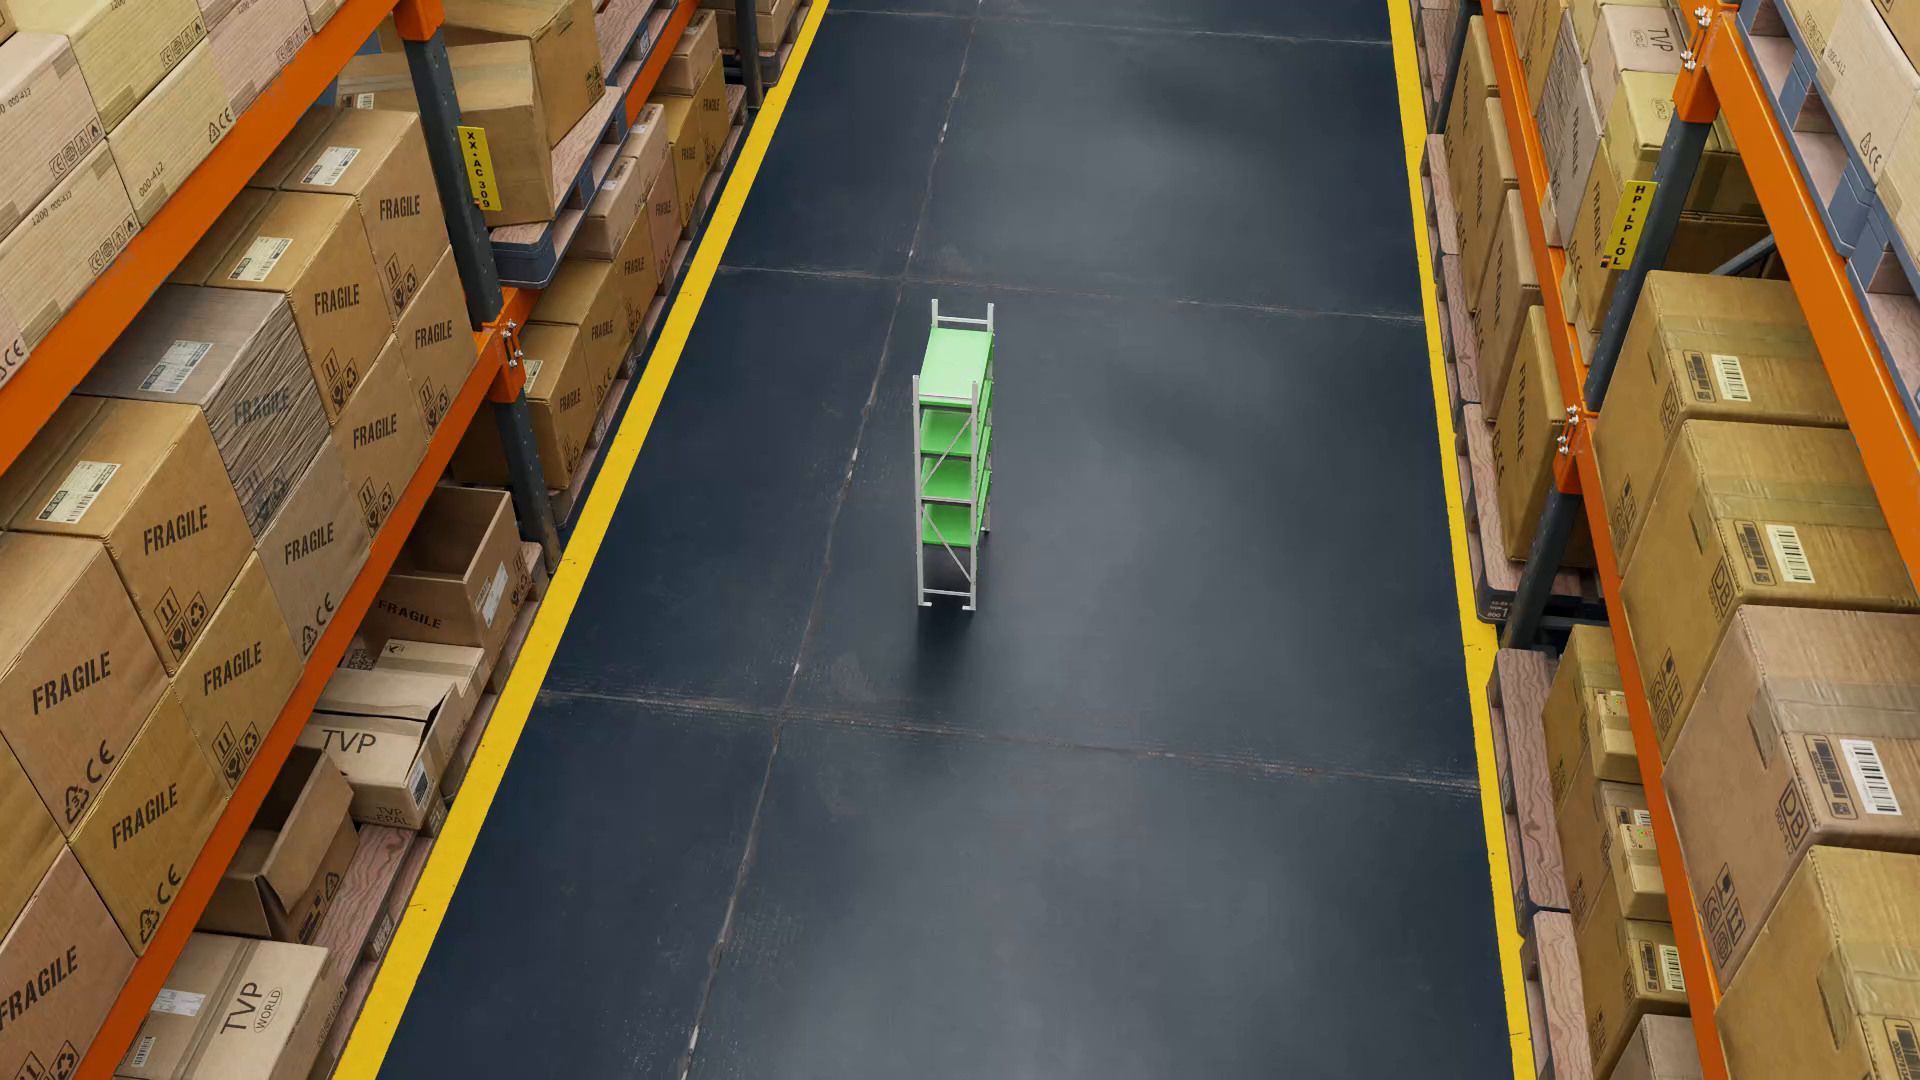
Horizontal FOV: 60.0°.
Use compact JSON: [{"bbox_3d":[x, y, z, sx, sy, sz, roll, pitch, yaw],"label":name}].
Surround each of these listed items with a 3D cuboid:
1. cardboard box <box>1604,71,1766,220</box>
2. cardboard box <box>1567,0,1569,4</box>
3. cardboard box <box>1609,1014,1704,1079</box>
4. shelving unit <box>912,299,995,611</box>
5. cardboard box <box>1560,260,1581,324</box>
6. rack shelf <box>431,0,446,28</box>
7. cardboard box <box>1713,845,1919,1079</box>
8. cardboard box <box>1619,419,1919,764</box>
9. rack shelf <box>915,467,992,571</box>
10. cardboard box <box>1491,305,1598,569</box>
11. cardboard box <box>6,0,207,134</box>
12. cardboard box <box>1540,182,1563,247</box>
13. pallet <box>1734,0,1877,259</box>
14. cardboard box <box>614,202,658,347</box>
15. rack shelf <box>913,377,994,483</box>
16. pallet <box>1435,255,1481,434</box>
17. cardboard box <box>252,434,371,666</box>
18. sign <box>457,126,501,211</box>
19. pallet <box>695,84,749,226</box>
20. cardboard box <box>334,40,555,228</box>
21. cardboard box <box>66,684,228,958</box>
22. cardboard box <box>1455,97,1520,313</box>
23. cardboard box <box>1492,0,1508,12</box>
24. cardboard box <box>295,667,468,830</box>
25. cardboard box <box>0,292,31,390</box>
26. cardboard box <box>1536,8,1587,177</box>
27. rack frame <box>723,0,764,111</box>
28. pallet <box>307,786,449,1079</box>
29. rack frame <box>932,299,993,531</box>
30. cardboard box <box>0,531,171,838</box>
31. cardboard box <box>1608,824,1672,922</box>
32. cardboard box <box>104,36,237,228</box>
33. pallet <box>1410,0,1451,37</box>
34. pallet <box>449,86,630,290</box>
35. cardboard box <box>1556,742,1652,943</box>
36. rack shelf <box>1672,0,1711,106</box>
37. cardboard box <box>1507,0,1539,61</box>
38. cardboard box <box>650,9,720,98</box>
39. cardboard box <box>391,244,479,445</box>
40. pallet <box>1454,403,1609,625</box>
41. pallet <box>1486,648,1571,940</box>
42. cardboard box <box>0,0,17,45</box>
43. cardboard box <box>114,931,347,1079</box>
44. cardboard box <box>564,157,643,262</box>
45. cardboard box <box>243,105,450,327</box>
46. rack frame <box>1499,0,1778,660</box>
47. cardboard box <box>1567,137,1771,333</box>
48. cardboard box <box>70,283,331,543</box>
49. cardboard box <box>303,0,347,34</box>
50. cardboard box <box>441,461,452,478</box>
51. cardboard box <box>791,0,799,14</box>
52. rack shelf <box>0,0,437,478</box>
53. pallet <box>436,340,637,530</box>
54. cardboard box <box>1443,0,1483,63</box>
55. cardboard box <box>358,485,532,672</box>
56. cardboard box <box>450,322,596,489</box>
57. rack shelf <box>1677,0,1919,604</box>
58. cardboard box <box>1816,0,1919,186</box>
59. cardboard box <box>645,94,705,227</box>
[{"bbox_3d":[2.500,-1.342,5.636,0.500,0.250,0.500,6,44,7],"label":"cardboard box"},{"bbox_3d":[2.711,-2.384,6.737,0.500,0.250,0.500,4,44,5],"label":"cardboard box"},{"bbox_3d":[2.288,1.735,4.749,0.700,0.500,0.500,4,44,4],"label":"cardboard box"},{"bbox_3d":[-0.022,-0.323,6.718,0.258,1.200,0.503,5,44,6],"label":"shelving unit"},{"bbox_3d":[2.466,-0.922,6.211,0.380,0.149,0.250,6,44,6],"label":"cardboard box"},{"bbox_3d":[-1.954,-3.215,6.805,1.077,0.370,4.000,5,44,6],"label":"rack shelf"},{"bbox_3d":[2.306,1.196,3.587,0.980,0.700,0.700,5,44,5],"label":"cardboard box"},{"bbox_3d":[2.502,0.180,4.660,0.980,0.700,0.700,4,44,4],"label":"cardboard box"},{"bbox_3d":[-0.022,-0.102,6.927,0.258,0.148,0.480,5,44,6],"label":"rack shelf"},{"bbox_3d":[2.649,-0.403,6.752,0.750,0.750,0.750,6,44,6],"label":"cardboard box"},{"bbox_3d":[-2.152,-1.203,3.903,0.500,0.250,0.500,5,44,6],"label":"cardboard box"},{"bbox_3d":[2.521,-1.280,6.589,0.380,0.149,0.250,5,44,6],"label":"cardboard box"},{"bbox_3d":[2.573,-1.077,4.088,1.003,0.211,1.213,5,44,6],"label":"pallet"},{"bbox_3d":[-1.780,-1.288,7.927,0.500,0.500,0.500,6,44,6],"label":"cardboard box"},{"bbox_3d":[-0.022,-0.451,6.597,0.258,0.148,0.480,5,44,6],"label":"rack shelf"},{"bbox_3d":[2.878,-0.930,8.079,1.003,0.211,1.213,5,44,6],"label":"pallet"},{"bbox_3d":[-2.163,0.006,4.990,0.500,0.500,0.500,6,44,6],"label":"cardboard box"},{"bbox_3d":[-1.680,-1.294,5.805,0.100,0.325,0.005,5,44,6],"label":"sign"},{"bbox_3d":[-1.826,-2.232,9.454,1.003,0.211,1.213,5,44,6],"label":"pallet"},{"bbox_3d":[-1.934,-1.515,6.290,0.700,0.500,0.500,-8,44,-9],"label":"cardboard box"},{"bbox_3d":[-2.295,0.694,4.263,0.500,0.500,0.500,5,44,5],"label":"cardboard box"},{"bbox_3d":[2.871,-1.588,8.004,0.750,0.750,0.750,5,44,5],"label":"cardboard box"},{"bbox_3d":[2.787,-2.671,8.057,0.380,0.149,0.250,6,44,7],"label":"cardboard box"},{"bbox_3d":[-2.112,0.718,5.946,0.500,0.311,0.500,5,44,6],"label":"cardboard box"},{"bbox_3d":[-2.284,-0.340,3.355,0.500,0.250,0.500,5,44,6],"label":"cardboard box"},{"bbox_3d":[2.636,-1.755,6.619,0.500,0.500,0.500,5,44,6],"label":"cardboard box"},{"bbox_3d":[-1.690,-3.750,9.029,1.000,3.000,0.127,5,44,6],"label":"rack frame"},{"bbox_3d":[-2.469,1.291,5.734,1.003,0.211,1.213,5,44,6],"label":"pallet"},{"bbox_3d":[0.010,-0.489,6.894,0.240,1.200,0.015,5,44,6],"label":"rack frame"},{"bbox_3d":[-2.295,0.327,3.923,0.500,0.500,0.500,6,44,6],"label":"cardboard box"},{"bbox_3d":[2.196,1.016,5.036,0.380,0.149,0.250,4,44,4],"label":"cardboard box"},{"bbox_3d":[-2.154,-1.022,4.075,0.500,0.250,0.500,5,44,6],"label":"cardboard box"},{"bbox_3d":[3.489,-3.651,10.953,1.003,0.211,1.213,5,44,6],"label":"pallet"},{"bbox_3d":[-2.005,-1.489,6.780,1.003,0.211,1.213,5,44,6],"label":"pallet"},{"bbox_3d":[2.422,1.021,5.502,0.700,0.500,0.500,5,44,5],"label":"cardboard box"},{"bbox_3d":[2.956,-2.767,6.332,1.077,0.370,4.000,5,44,6],"label":"rack shelf"},{"bbox_3d":[2.758,-2.452,7.354,0.500,0.500,0.500,5,44,5],"label":"cardboard box"},{"bbox_3d":[-1.584,-2.577,8.742,0.500,0.250,0.500,7,44,7],"label":"cardboard box"},{"bbox_3d":[-2.031,-0.696,5.731,0.500,0.500,0.500,6,44,6],"label":"cardboard box"},{"bbox_3d":[2.719,-0.096,7.198,1.003,0.211,1.213,5,44,6],"label":"pallet"},{"bbox_3d":[2.514,0.948,6.096,1.003,0.211,1.213,5,44,6],"label":"pallet"},{"bbox_3d":[-2.427,-1.154,3.305,0.700,0.500,0.500,5,44,6],"label":"cardboard box"},{"bbox_3d":[-2.262,1.515,5.149,0.500,0.250,0.500,5,44,6],"label":"cardboard box"},{"bbox_3d":[-1.781,-1.537,7.645,0.500,0.250,0.500,5,44,6],"label":"cardboard box"},{"bbox_3d":[-2.029,-1.055,5.383,0.500,0.500,0.500,5,44,6],"label":"cardboard box"},{"bbox_3d":[2.692,-0.576,5.677,1.000,3.000,0.127,5,44,6],"label":"rack frame"},{"bbox_3d":[2.503,-1.065,5.890,0.500,0.500,0.500,5,44,5],"label":"cardboard box"},{"bbox_3d":[-2.161,-0.362,4.651,0.500,0.500,0.500,6,44,6],"label":"cardboard box"},{"bbox_3d":[-2.019,-1.703,4.794,0.500,0.250,0.500,5,44,6],"label":"cardboard box"},{"bbox_3d":[-2.438,-0.638,7.241,0.500,0.500,0.500,5,44,5],"label":"cardboard box"},{"bbox_3d":[-1.264,-3.577,10.540,0.500,0.250,0.500,4,44,4],"label":"cardboard box"},{"bbox_3d":[-2.483,-0.489,3.926,1.077,0.370,4.000,5,44,6],"label":"rack shelf"},{"bbox_3d":[-2.149,-0.569,7.698,1.003,0.211,1.213,5,44,6],"label":"pallet"},{"bbox_3d":[3.264,-3.050,9.787,0.700,0.500,0.500,6,44,6],"label":"cardboard box"},{"bbox_3d":[-2.013,0.138,6.421,0.500,0.500,0.500,5,44,6],"label":"cardboard box"},{"bbox_3d":[-1.913,-0.584,7.183,0.500,0.500,0.500,3,44,4],"label":"cardboard box"},{"bbox_3d":[2.427,-0.041,3.453,1.077,0.370,4.000,5,44,6],"label":"rack shelf"},{"bbox_3d":[2.258,-1.007,3.681,0.500,0.250,0.500,4,44,5],"label":"cardboard box"},{"bbox_3d":[-1.650,-1.991,8.669,0.500,0.500,0.500,4,44,4],"label":"cardboard box"}]
